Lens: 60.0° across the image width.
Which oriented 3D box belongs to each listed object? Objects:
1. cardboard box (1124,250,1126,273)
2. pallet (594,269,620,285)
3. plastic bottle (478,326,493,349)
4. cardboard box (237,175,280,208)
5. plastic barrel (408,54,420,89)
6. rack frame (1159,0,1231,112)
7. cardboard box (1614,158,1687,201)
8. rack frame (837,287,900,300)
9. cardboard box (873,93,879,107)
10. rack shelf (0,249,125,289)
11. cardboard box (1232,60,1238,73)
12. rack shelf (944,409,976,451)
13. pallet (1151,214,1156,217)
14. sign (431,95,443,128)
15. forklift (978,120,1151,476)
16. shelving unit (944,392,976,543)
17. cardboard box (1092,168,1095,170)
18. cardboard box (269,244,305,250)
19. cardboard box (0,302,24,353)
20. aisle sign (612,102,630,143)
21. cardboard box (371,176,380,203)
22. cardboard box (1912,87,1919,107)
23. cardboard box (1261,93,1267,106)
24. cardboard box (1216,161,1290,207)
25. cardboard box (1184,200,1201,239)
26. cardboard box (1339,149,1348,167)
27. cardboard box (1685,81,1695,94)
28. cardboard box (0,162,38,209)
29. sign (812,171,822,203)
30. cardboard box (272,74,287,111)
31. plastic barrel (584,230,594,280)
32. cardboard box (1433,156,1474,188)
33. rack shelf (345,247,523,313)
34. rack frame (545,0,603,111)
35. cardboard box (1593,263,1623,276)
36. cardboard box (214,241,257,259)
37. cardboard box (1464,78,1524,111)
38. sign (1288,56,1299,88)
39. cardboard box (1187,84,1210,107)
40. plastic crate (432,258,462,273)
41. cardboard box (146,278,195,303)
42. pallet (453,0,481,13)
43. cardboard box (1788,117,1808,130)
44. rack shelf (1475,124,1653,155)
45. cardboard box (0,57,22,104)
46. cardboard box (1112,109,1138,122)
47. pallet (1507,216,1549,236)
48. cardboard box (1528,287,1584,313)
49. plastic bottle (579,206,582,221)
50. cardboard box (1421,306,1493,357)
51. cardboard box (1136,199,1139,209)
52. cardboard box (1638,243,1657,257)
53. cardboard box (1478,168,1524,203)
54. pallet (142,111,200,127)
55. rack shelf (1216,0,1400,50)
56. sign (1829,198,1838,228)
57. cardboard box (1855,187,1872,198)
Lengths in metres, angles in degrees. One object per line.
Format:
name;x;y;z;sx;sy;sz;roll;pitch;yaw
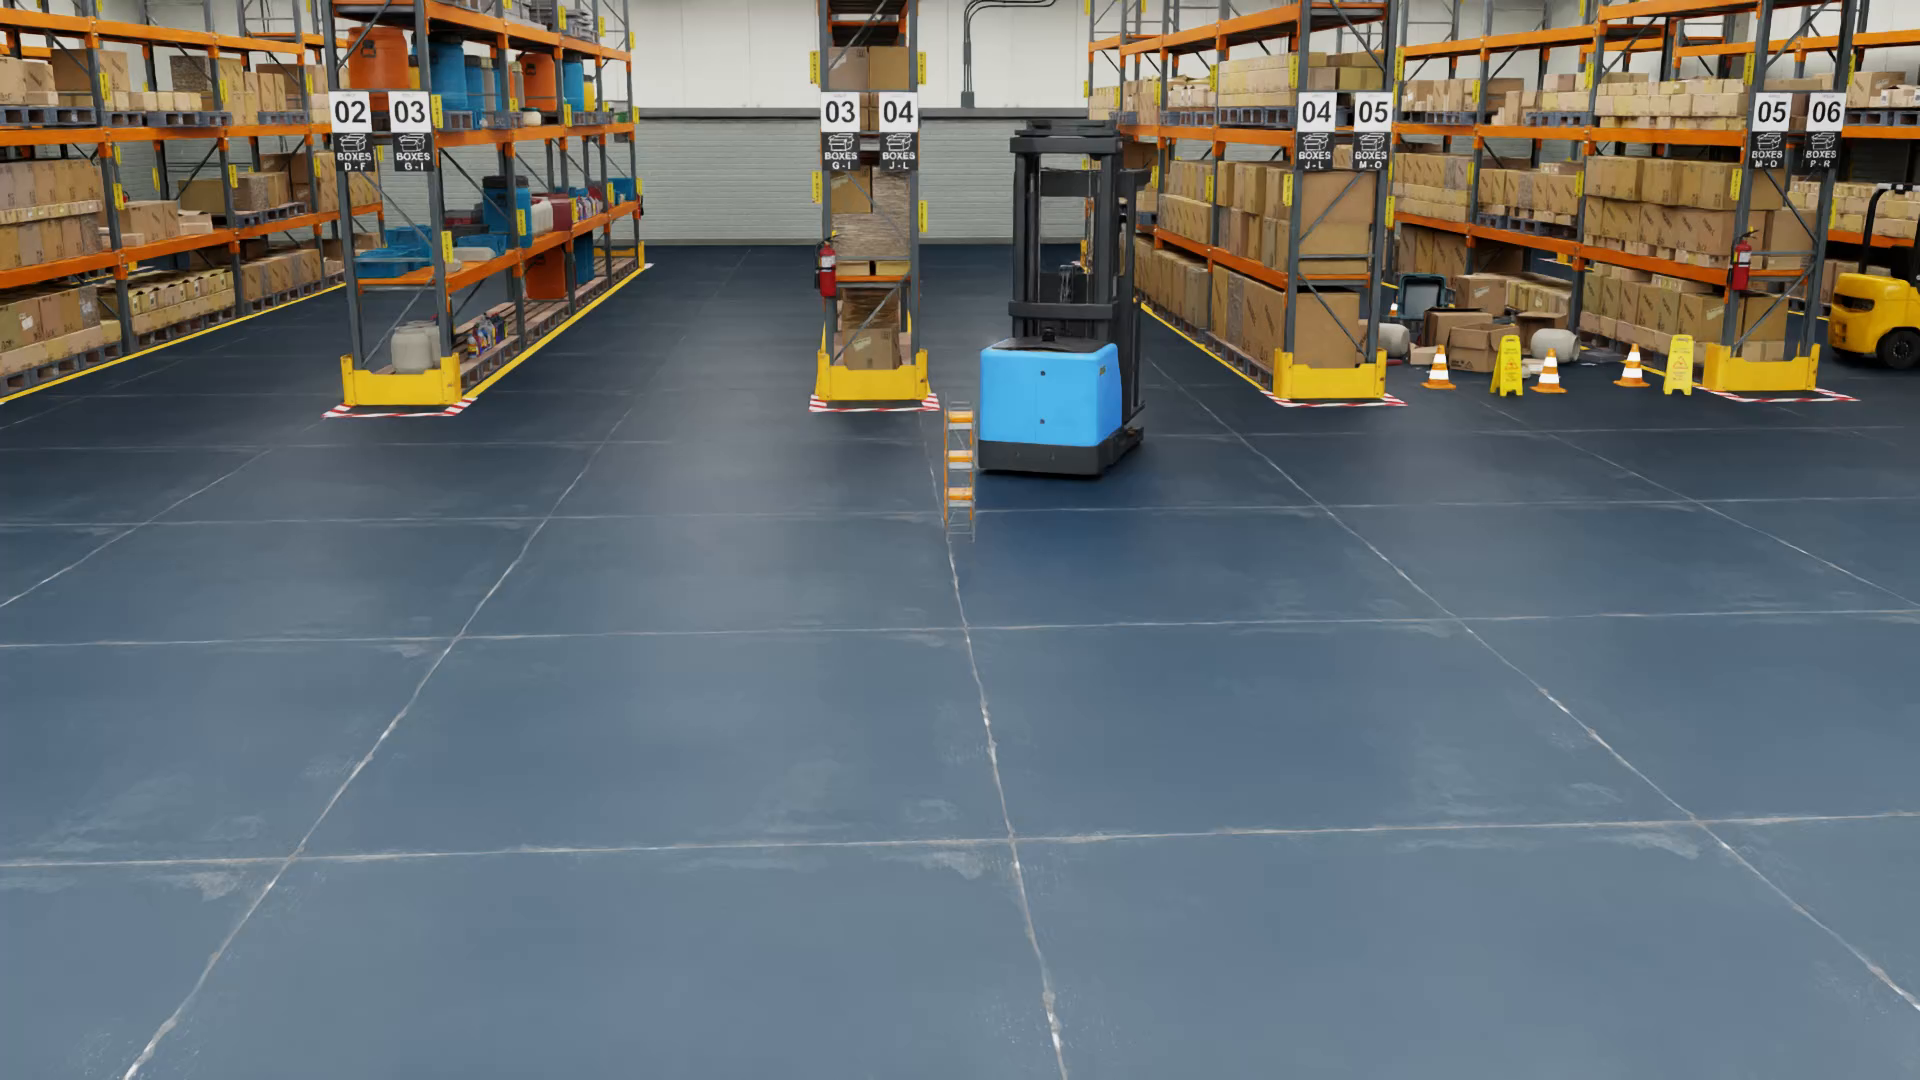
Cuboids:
cardboard box;3.090;-4.692;28.417;0.500;0.500;0.500;0;14;-1
pallet;-6.710;-4.723;29.958;1.003;0.211;1.213;-1;14;-3
plastic bottle;-5.765;-2.471;20.194;0.152;0.276;0.135;-1;14;-2
cardboard box;-11.399;-5.629;26.840;0.700;0.500;0.500;-5;15;-18
plastic barrel;-6.080;-4.935;17.948;0.600;0.588;0.600;0;14;0
rack frame;3.522;-7.929;24.785;1.000;3.000;0.127;-1;14;-3
cardboard box;8.529;-4.442;20.467;0.700;0.500;0.500;-1;14;-5
rack frame;-1.435;-4.973;25.333;1.000;3.000;0.127;-1;14;-3
cardboard box;-0.725;-4.628;17.475;0.380;0.149;0.250;-1;14;-4
rack shelf;-10.950;-2.980;19.032;1.077;0.370;4.000;-1;14;-3
cardboard box;3.501;-5.713;20.051;0.380;0.149;0.250;-1;14;-4
rack shelf;-0.003;-0.786;11.879;0.215;0.259;0.240;-1;14;-3
pallet;3.359;-5.423;27.468;1.003;0.211;1.213;-1;14;-3
sign;-5.333;-4.371;16.957;0.100;0.325;0.005;-1;14;-3
forklift;1.079;-2.283;15.018;1.130;2.935;3.031;4;15;17
shelving unit;-0.003;-0.522;11.947;0.215;1.050;0.252;-1;14;-3
cardboard box;2.837;-6.957;32.250;0.500;0.500;0.500;-1;14;-3
cardboard box;-11.888;-4.955;29.399;0.500;0.500;0.500;-1;14;-3
cardboard box;-10.671;-2.327;18.221;0.500;0.500;0.500;-1;14;-3
aisle sign;-6.586;-8.167;32.532;0.394;0.787;0.004;-1;14;-3
cardboard box;-11.518;-6.751;32.046;0.500;0.500;0.500;0;14;-2
cardboard box;13.370;-6.046;22.620;0.500;0.311;0.500;-1;14;-5
cardboard box;3.596;-4.948;18.678;0.380;0.149;0.250;-1;14;-4
cardboard box;3.758;-4.532;21.154;0.875;0.550;0.550;-1;14;-3
cardboard box;3.408;-4.455;23.119;0.500;0.500;0.500;-1;14;-3
cardboard box;7.745;-7.396;32.543;0.500;0.500;0.500;-1;14;-5
cardboard box;8.662;-5.251;19.299;0.380;0.149;0.250;-1;14;-5
cardboard box;-10.947;-4.018;18.818;0.700;0.500;0.500;-1;14;-3
sign;-1.494;-3.693;17.402;0.100;0.325;0.005;-1;14;-3
cardboard box;-11.612;-7.442;27.666;0.600;0.600;0.600;-2;15;-9
plastic barrel;-6.609;-4.942;28.584;0.600;0.901;0.708;-1;14;-3
cardboard box;8.099;-6.034;27.250;0.500;0.500;0.500;-1;14;-3
rack shelf;-6.006;-3.055;19.326;1.077;0.370;4.000;-1;14;-3
rack frame;-6.626;-8.796;28.154;1.000;3.000;0.127;-1;14;-3
cardboard box;8.419;-3.497;21.466;0.380;0.149;0.250;-1;14;-3
cardboard box;-11.690;-4.683;26.838;0.500;0.250;0.500;-1;14;-4
cardboard box;8.282;-6.923;25.844;0.797;0.503;0.637;-2;15;-7
sign;3.475;-4.873;17.307;0.100;0.325;0.005;-1;14;-3
cardboard box;3.442;-6.123;22.920;0.500;0.311;0.500;-1;14;-5
plastic crate;-5.617;-3.006;18.220;0.298;0.136;0.250;-1;14;-3
cardboard box;-10.948;-3.458;22.996;0.500;0.311;0.500;0;14;-2
pallet;-5.973;-6.013;18.518;1.003;0.211;1.213;-1;14;-3
cardboard box;9.255;-4.554;18.192;0.380;0.149;0.250;-1;14;-3
rack shelf;8.580;-5.732;23.710;1.077;0.370;4.000;-1;14;-3
cardboard box;-10.657;-5.020;18.175;0.500;0.500;0.500;-1;14;-3
cardboard box;2.974;-7.517;29.502;0.500;0.250;0.500;-1;14;-2
pallet;8.620;-4.541;24.040;1.003;0.211;1.213;-1;14;-3
cardboard box;8.621;-3.371;23.538;0.950;0.372;0.625;0;14;0
plastic bottle;-6.134;-5.263;26.719;0.097;0.271;0.097;0;14;0
cardboard box;6.250;-2.623;20.938;0.797;0.637;0.503;-1;14;-3
cardboard box;3.003;-5.347;26.450;0.380;0.149;0.250;-1;14;-2
cardboard box;8.517;-3.545;20.290;0.380;0.149;0.250;-1;14;-4
cardboard box;8.253;-5.406;25.377;0.500;0.500;0.500;-1;14;-5
pallet;-11.119;-5.736;22.660;1.003;0.211;1.213;0;14;-1
rack shelf;3.894;-5.895;19.125;1.077;0.370;4.000;-1;14;-3
sign;9.493;-3.564;18.119;0.100;0.325;0.005;-1;14;-3
cardboard box;13.213;-5.034;24.071;0.380;0.149;0.250;-1;14;-5
